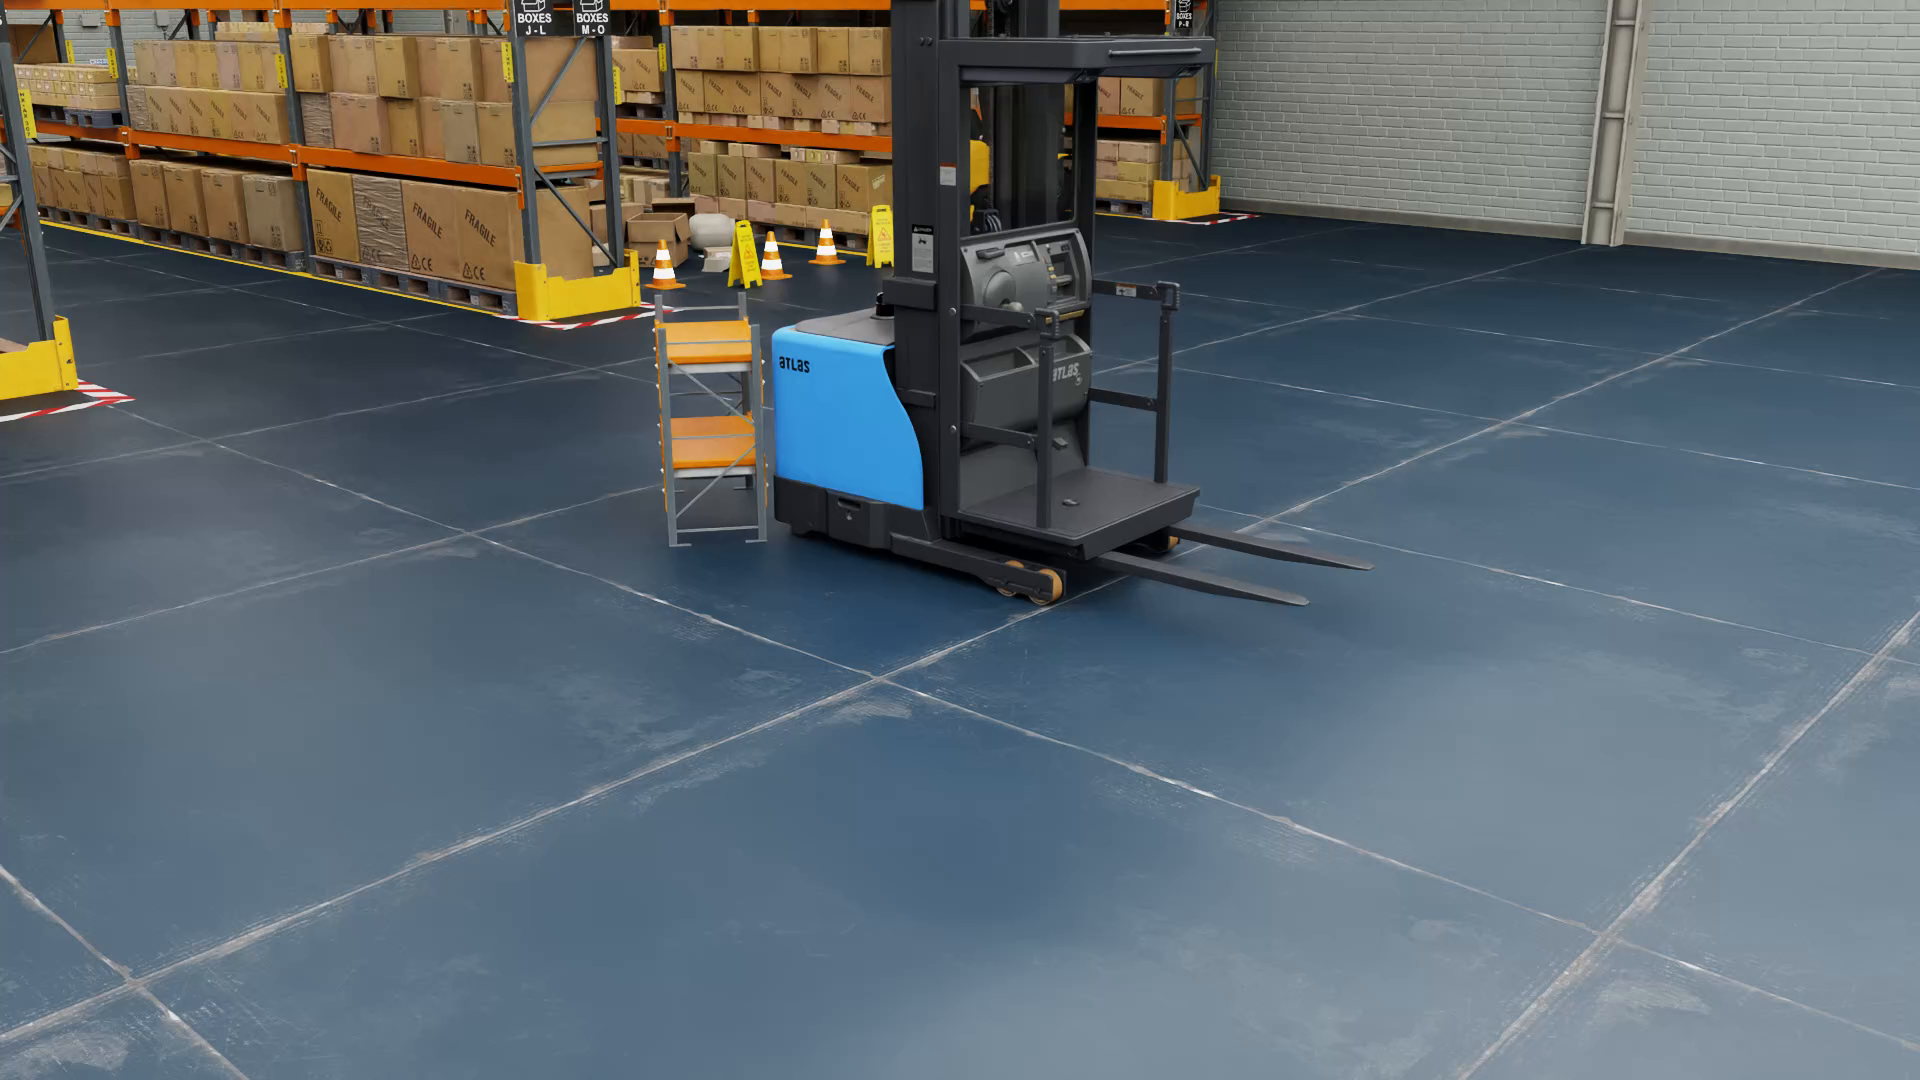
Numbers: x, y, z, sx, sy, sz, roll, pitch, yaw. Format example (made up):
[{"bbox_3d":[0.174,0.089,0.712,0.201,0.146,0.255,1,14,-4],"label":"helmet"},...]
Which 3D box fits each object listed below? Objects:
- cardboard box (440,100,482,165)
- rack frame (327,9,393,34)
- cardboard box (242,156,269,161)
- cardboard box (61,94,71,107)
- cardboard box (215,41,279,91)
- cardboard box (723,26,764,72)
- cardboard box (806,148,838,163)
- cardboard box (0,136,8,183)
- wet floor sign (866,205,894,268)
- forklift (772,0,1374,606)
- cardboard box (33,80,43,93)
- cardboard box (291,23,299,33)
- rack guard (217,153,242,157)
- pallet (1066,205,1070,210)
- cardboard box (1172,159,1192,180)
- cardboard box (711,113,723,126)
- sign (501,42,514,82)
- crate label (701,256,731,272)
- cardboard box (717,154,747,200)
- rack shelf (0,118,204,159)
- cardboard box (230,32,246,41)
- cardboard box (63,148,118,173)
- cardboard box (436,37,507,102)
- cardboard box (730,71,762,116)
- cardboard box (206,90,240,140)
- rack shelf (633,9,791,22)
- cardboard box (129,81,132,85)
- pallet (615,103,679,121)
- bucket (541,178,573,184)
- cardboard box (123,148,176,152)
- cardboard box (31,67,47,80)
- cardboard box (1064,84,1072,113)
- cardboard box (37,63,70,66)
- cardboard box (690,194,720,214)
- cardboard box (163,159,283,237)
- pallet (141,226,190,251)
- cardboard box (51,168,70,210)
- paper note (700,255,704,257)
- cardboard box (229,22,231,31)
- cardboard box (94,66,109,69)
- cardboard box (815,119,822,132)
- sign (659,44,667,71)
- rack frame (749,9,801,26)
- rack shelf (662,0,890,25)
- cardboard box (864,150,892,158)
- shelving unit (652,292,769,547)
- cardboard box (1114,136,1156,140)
[{"bbox_3d":[-4.217,-3.768,15.277,0.550,0.550,0.875,15,23,39],"label":"cardboard box"},{"bbox_3d":[-9.248,-7.076,25.950,0.127,3.000,1.000,15,23,39],"label":"rack frame"},{"bbox_3d":[-11.680,-6.748,28.458,0.875,0.438,0.875,14,22,37],"label":"cardboard box"},{"bbox_3d":[-10.702,-5.361,20.266,0.250,0.149,0.380,15,23,39],"label":"cardboard box"},{"bbox_3d":[-7.614,-5.157,18.083,0.500,0.500,0.700,15,23,40],"label":"cardboard box"},{"bbox_3d":[-2.355,-5.784,19.568,0.500,0.500,0.700,14,23,38],"label":"cardboard box"},{"bbox_3d":[-1.551,-4.435,19.165,0.250,0.149,0.380,16,23,40],"label":"cardboard box"},{"bbox_3d":[-7.244,-2.731,11.600,0.500,0.500,0.875,15,23,39],"label":"cardboard box"},{"bbox_3d":[-0.841,-3.264,17.831,0.267,0.644,0.232,-9,20,-27],"label":"wet floor sign"},{"bbox_3d":[0.487,-1.277,7.790,3.031,2.935,1.130,14,22,37],"label":"forklift"},{"bbox_3d":[-11.298,-5.661,20.721,0.250,0.149,0.380,14,23,38],"label":"cardboard box"},{"bbox_3d":[-10.408,-8.118,26.342,0.250,0.149,0.380,15,23,39],"label":"cardboard box"},{"bbox_3d":[-12.258,-6.693,28.874,0.348,0.500,1.175,15,23,39],"label":"rack guard"},{"bbox_3d":[1.511,-4.851,23.547,1.213,0.211,1.003,15,23,39],"label":"pallet"},{"bbox_3d":[2.805,-5.060,22.621,0.500,0.250,0.500,16,23,40],"label":"cardboard box"},{"bbox_3d":[-2.800,-5.129,20.229,0.250,0.149,0.380,15,23,39],"label":"cardboard box"},{"bbox_3d":[-3.854,-4.071,14.176,0.005,0.325,0.100,15,23,39],"label":"sign"},{"bbox_3d":[-2.563,-2.921,17.590,0.298,0.136,0.250,4,18,11],"label":"crate label"},{"bbox_3d":[-2.595,-4.433,20.231,0.500,0.500,0.500,16,24,41],"label":"cardboard box"},{"bbox_3d":[-10.963,-5.192,21.201,4.000,0.370,1.077,15,23,39],"label":"rack shelf"},{"bbox_3d":[-11.679,-8.141,27.485,0.500,0.500,0.500,14,23,38],"label":"cardboard box"},{"bbox_3d":[-10.907,-4.782,20.918,0.500,0.250,0.500,16,23,41],"label":"cardboard box"},{"bbox_3d":[-4.208,-4.286,15.124,0.550,0.550,0.875,15,23,39],"label":"cardboard box"},{"bbox_3d":[-2.363,-5.309,19.723,0.500,0.500,0.500,15,23,39],"label":"cardboard box"},{"bbox_3d":[-7.799,-4.625,18.059,0.500,0.500,0.500,15,23,40],"label":"cardboard box"},{"bbox_3d":[-4.461,-8.885,27.881,4.000,0.370,1.077,15,23,39],"label":"rack shelf"},{"bbox_3d":[-10.101,-5.604,20.541,0.250,0.149,0.380,14,22,38],"label":"cardboard box"},{"bbox_3d":[-3.740,-5.565,21.505,1.213,0.211,1.003,15,23,39],"label":"pallet"},{"bbox_3d":[-4.843,-3.988,19.118,0.726,0.611,0.620,-9,10,-27],"label":"bucket"},{"bbox_3d":[-10.201,-4.794,20.957,0.500,0.250,0.500,15,23,39],"label":"cardboard box"},{"bbox_3d":[-11.297,-5.804,20.679,0.250,0.149,0.380,16,24,41],"label":"cardboard box"},{"bbox_3d":[1.711,-6.087,22.667,0.500,0.500,0.500,14,23,38],"label":"cardboard box"},{"bbox_3d":[-12.029,-6.264,22.127,0.250,0.149,0.380,16,24,42],"label":"cardboard box"},{"bbox_3d":[-3.003,-4.180,20.675,0.500,0.250,0.500,14,22,37],"label":"cardboard box"},{"bbox_3d":[-8.415,-3.943,19.103,0.750,0.750,1.050,15,23,40],"label":"cardboard box"},{"bbox_3d":[-8.927,-3.628,19.696,1.213,0.211,1.003,15,23,39],"label":"pallet"},{"bbox_3d":[-11.284,-4.528,21.360,0.500,0.500,0.500,16,23,40],"label":"cardboard box"},{"bbox_3d":[-2.837,-3.190,18.632,0.148,0.019,0.142,-9,20,-27],"label":"paper note"},{"bbox_3d":[-11.915,-8.542,27.679,0.250,0.149,0.380,16,23,41],"label":"cardboard box"},{"bbox_3d":[-10.668,-5.897,20.972,0.250,0.149,0.380,16,24,41],"label":"cardboard box"},{"bbox_3d":[-1.446,-4.784,19.142,0.250,0.149,0.380,15,23,40],"label":"cardboard box"},{"bbox_3d":[-3.631,-5.895,20.315,0.005,0.325,0.100,15,23,39],"label":"sign"},{"bbox_3d":[-2.965,-7.397,26.960,0.127,3.000,1.000,15,23,39],"label":"rack frame"},{"bbox_3d":[-1.769,-6.155,19.278,4.000,0.370,1.077,15,23,39],"label":"rack shelf"},{"bbox_3d":[-0.946,-5.922,25.544,0.625,0.625,0.875,15,23,39],"label":"cardboard box"},{"bbox_3d":[-1.338,-0.669,8.859,0.538,1.125,1.048,-3,18,-10],"label":"shelving unit"},{"bbox_3d":[2.409,-5.396,22.852,0.500,0.250,0.500,15,23,39],"label":"cardboard box"}]
